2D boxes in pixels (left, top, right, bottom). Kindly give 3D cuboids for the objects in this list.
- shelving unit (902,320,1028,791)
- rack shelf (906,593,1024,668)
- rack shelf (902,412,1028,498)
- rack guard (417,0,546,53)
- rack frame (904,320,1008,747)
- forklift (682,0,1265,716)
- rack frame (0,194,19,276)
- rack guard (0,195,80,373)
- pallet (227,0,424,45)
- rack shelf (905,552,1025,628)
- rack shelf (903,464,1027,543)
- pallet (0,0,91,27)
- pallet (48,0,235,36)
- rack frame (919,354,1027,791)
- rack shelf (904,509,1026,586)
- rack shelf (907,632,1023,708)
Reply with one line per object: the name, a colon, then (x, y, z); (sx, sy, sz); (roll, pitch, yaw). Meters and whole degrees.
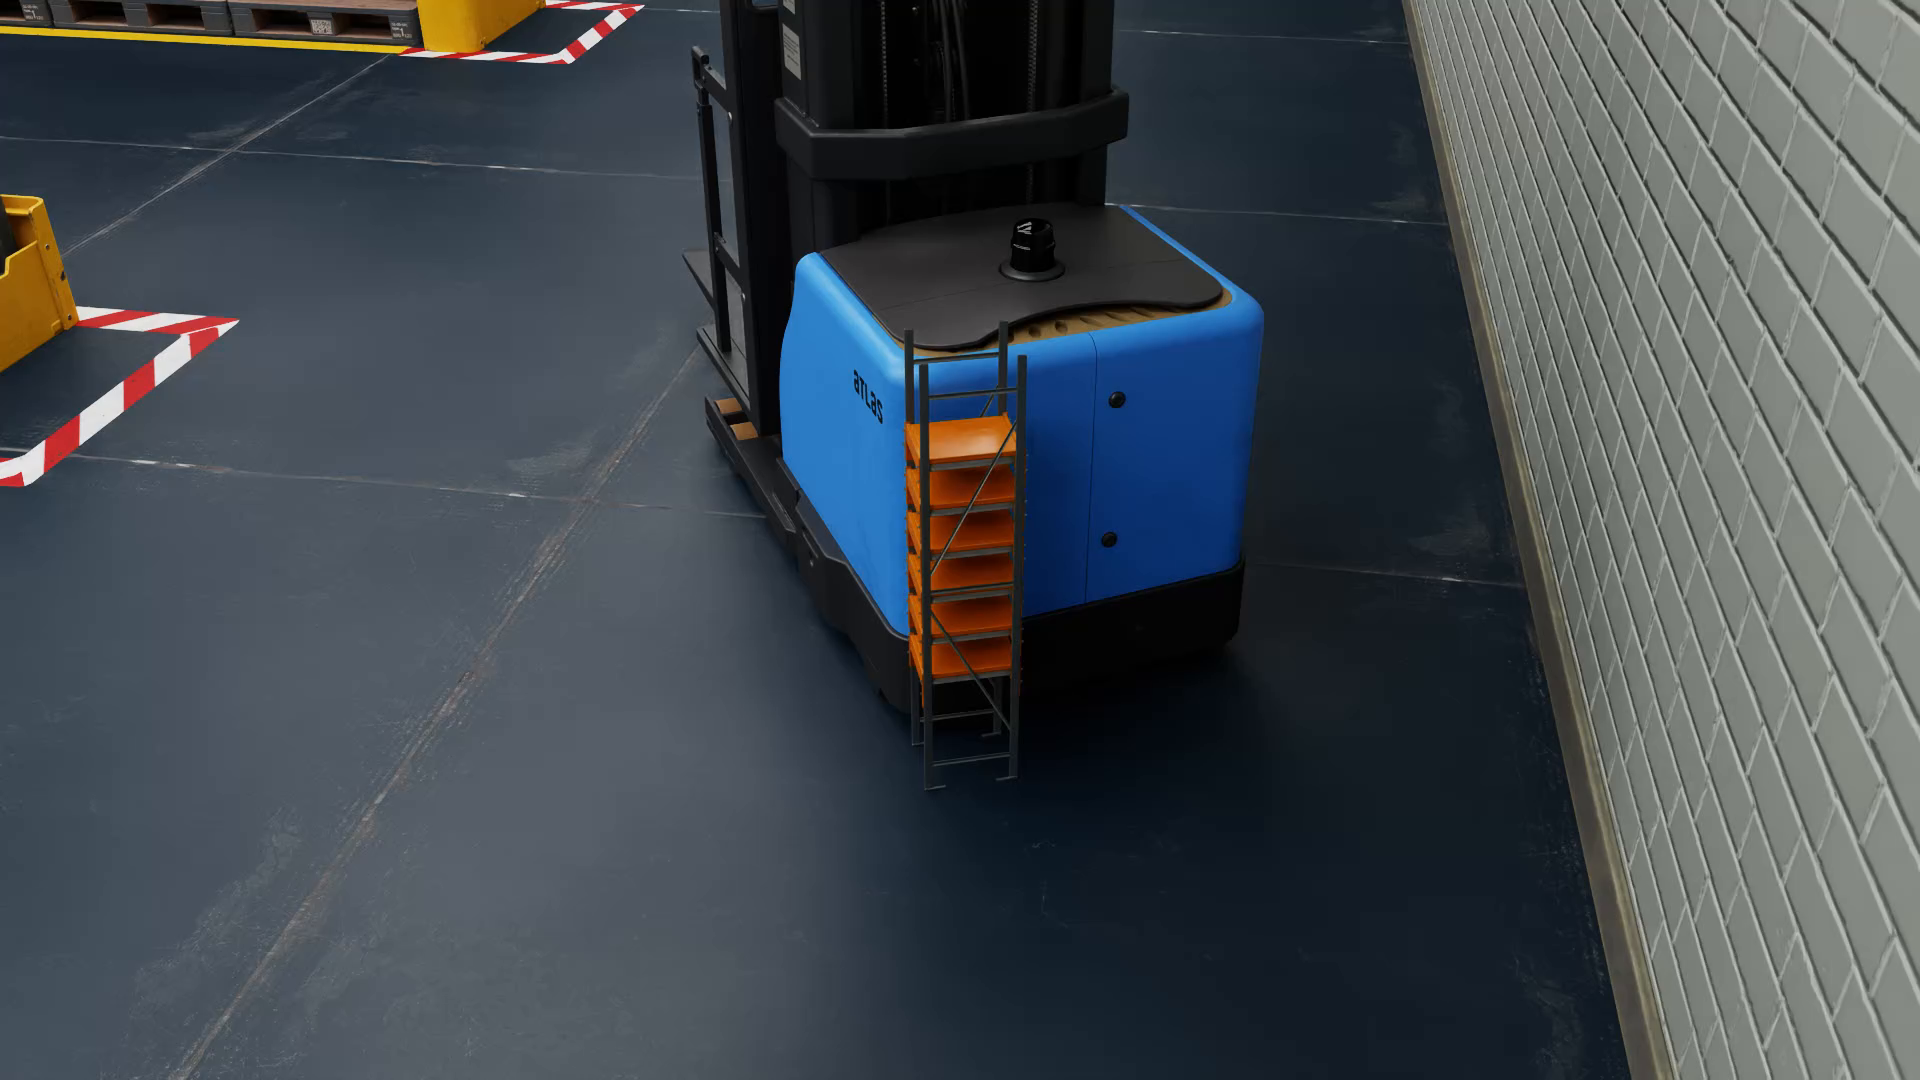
shelving unit: (0.010, 0.069, 4.009); (0.258, 1.200, 0.189); (-6, 33, -10)
rack shelf: (0.010, 0.208, 4.097); (0.258, 0.103, 0.180); (-6, 33, -10)
rack shelf: (0.010, -0.199, 3.842); (0.258, 0.103, 0.180); (-6, 33, -10)
rack guard: (-2.941, -3.414, 10.233); (0.348, 0.500, 1.175); (5, 32, 8)
rack frame: (-0.008, 0.021, 4.085); (0.240, 1.200, 0.006); (-6, 33, -10)
forklift: (-0.234, -1.548, 4.961); (1.130, 2.935, 3.031); (-12, 34, -19)
rack frame: (-3.800, -1.879, 5.424); (0.127, 3.000, 1.000); (5, 32, 8)
rack guard: (-3.777, -0.817, 6.084); (0.348, 0.500, 1.175); (5, 32, 8)
pallet: (-3.774, -3.381, 10.452); (1.213, 0.211, 1.003); (5, 32, 8)
rack shelf: (0.010, 0.106, 4.033); (0.258, 0.103, 0.180); (-6, 33, -10)
rack shelf: (0.010, -0.097, 3.906); (0.258, 0.103, 0.180); (-6, 33, -10)
pallet: (-6.179, -3.599, 10.800); (1.213, 0.211, 1.003); (5, 32, 8)
pallet: (-4.973, -3.491, 10.628); (1.213, 0.211, 1.003); (5, 32, 8)
rack frame: (0.029, 0.116, 3.933); (0.240, 1.200, 0.006); (-6, 33, -10)
rack shelf: (0.010, 0.005, 3.969); (0.258, 0.103, 0.180); (-6, 33, -10)
rack shelf: (0.010, 0.310, 4.160); (0.258, 0.103, 0.180); (-6, 33, -10)
